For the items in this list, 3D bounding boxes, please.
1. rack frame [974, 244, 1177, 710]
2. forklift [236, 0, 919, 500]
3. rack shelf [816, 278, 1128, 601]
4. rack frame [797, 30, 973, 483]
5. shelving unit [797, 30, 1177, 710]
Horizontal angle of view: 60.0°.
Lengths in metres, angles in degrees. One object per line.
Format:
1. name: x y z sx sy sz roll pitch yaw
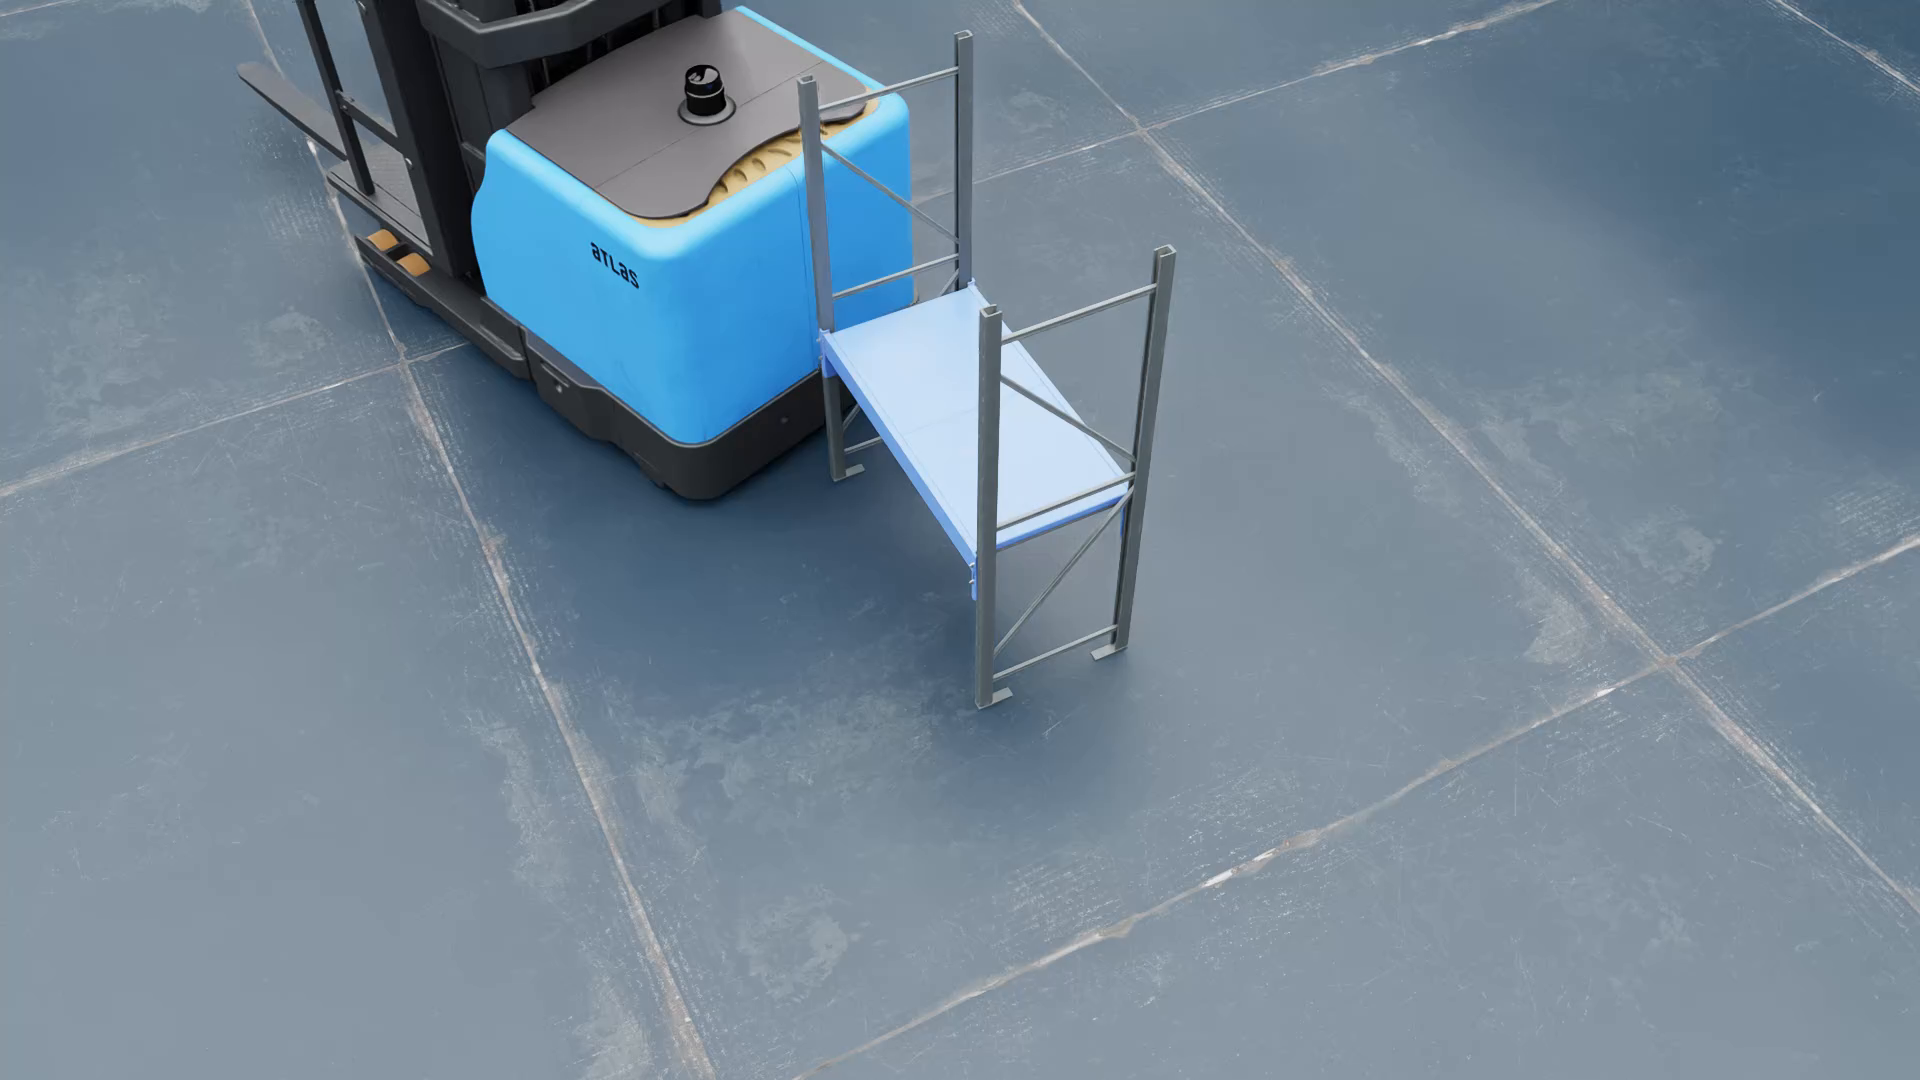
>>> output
1. rack frame: 0.272 -0.096 4.338 0.500 1.500 0.032 -21 52 -18
2. forklift: -1.549 -2.084 5.126 3.031 2.935 1.130 36 58 27
3. rack shelf: 0.039 -0.318 4.771 0.538 0.185 1.000 -21 52 -18
4. rack frame: -0.194 -0.777 4.933 0.500 1.500 0.032 -21 52 -18
5. shelving unit: 0.039 -0.437 4.636 0.538 1.500 1.048 -21 52 -18
